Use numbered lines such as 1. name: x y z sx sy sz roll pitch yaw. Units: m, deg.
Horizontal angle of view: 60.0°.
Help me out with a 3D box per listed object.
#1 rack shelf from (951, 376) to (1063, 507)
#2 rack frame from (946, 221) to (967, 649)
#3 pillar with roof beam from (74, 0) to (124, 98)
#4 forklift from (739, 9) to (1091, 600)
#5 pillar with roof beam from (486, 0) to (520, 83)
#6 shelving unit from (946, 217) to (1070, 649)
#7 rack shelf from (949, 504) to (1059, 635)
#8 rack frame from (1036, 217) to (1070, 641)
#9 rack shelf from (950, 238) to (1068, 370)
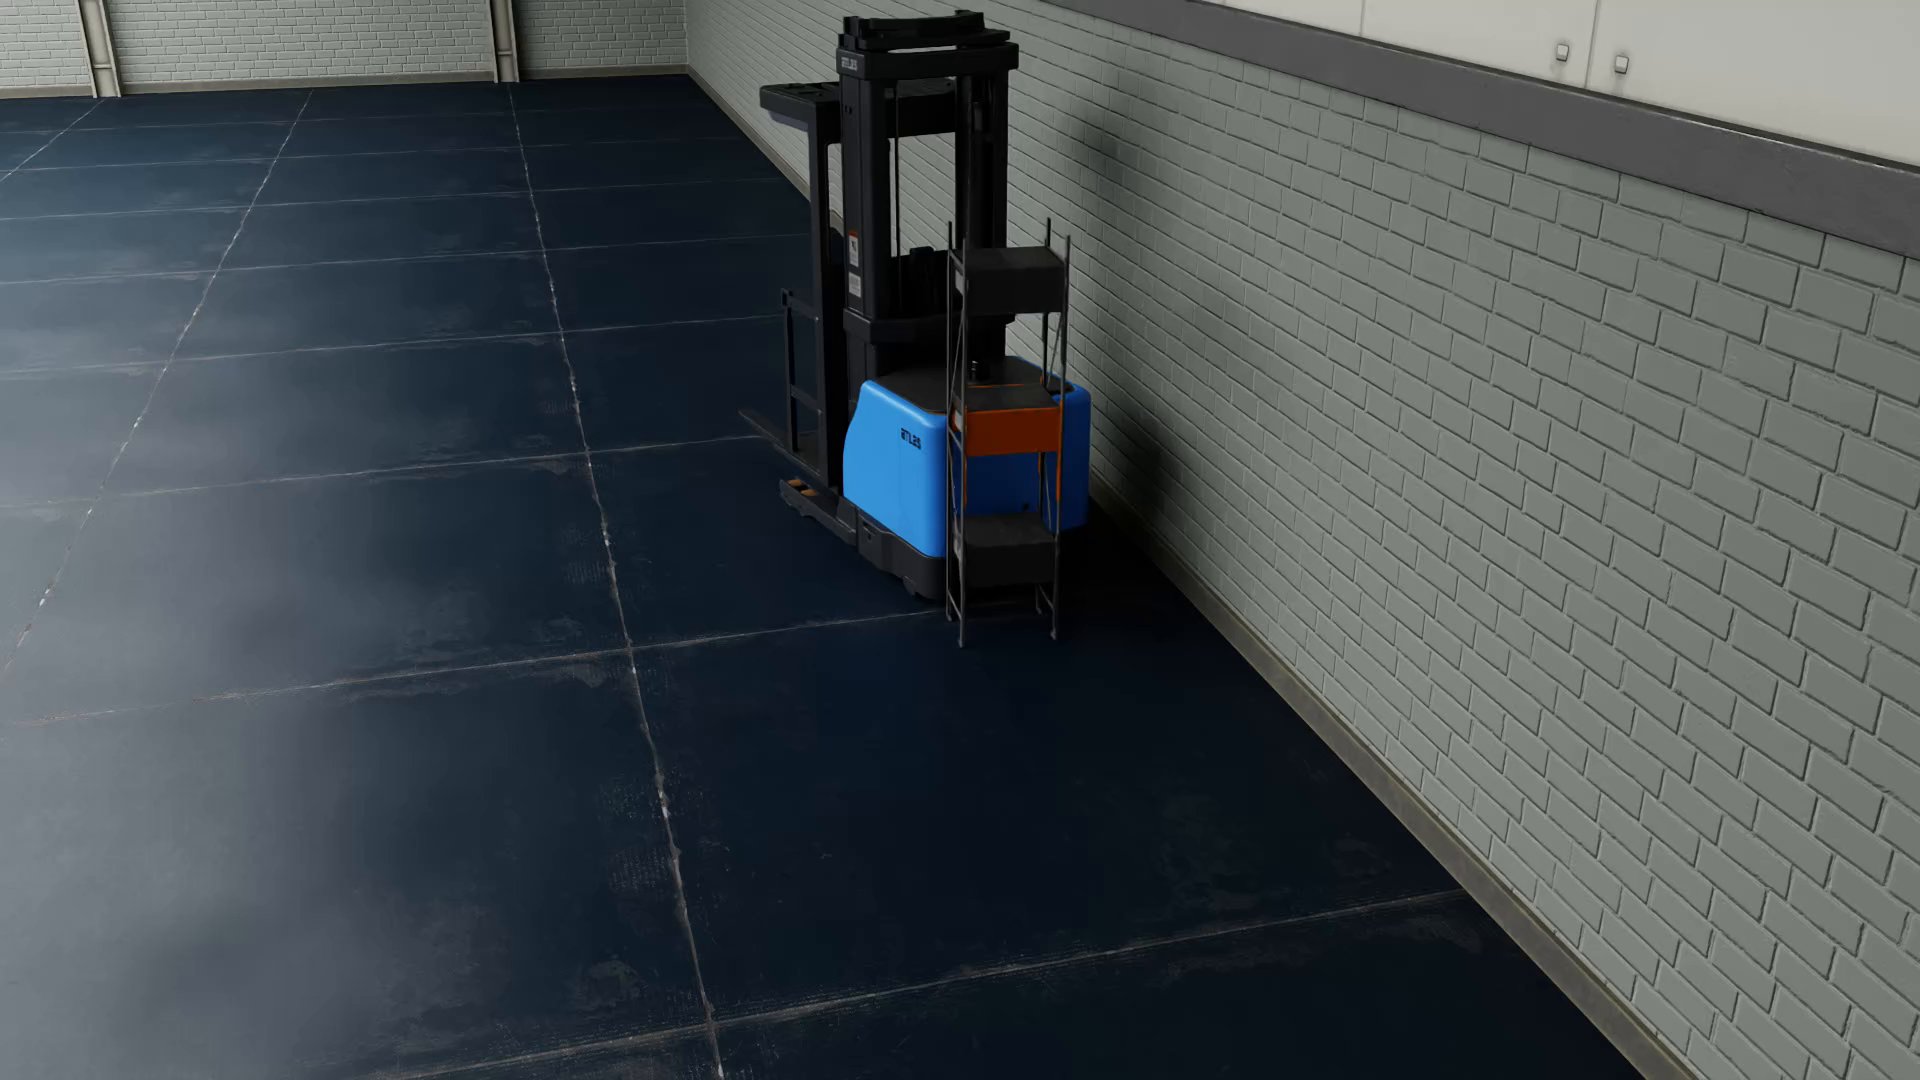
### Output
1. rack shelf: 0.220 -0.495 8.271 0.480 0.518 0.431 -4 24 -11
2. rack frame: -0.019 -0.490 8.221 0.015 2.100 0.400 -4 24 -11
3. pillar with roof beam: -12.057 -9.403 20.252 0.400 9.000 9.100 -6 24 -14
4. forklift: -0.451 -1.568 9.687 1.130 2.935 3.031 -13 26 -27
5. pillar with roof beam: -6.280 -10.042 21.741 0.400 9.000 9.100 -6 24 -14
6. shelving unit: 0.220 -0.507 8.266 0.503 2.100 0.431 -4 24 -11
7. rack shelf: 0.216 0.149 8.546 0.480 0.518 0.431 -4 24 -11
8. rack frame: 0.459 -0.525 8.311 0.015 2.100 0.400 -4 24 -11
9. rack shelf: 0.225 -1.139 7.996 0.480 0.518 0.431 -4 24 -11
